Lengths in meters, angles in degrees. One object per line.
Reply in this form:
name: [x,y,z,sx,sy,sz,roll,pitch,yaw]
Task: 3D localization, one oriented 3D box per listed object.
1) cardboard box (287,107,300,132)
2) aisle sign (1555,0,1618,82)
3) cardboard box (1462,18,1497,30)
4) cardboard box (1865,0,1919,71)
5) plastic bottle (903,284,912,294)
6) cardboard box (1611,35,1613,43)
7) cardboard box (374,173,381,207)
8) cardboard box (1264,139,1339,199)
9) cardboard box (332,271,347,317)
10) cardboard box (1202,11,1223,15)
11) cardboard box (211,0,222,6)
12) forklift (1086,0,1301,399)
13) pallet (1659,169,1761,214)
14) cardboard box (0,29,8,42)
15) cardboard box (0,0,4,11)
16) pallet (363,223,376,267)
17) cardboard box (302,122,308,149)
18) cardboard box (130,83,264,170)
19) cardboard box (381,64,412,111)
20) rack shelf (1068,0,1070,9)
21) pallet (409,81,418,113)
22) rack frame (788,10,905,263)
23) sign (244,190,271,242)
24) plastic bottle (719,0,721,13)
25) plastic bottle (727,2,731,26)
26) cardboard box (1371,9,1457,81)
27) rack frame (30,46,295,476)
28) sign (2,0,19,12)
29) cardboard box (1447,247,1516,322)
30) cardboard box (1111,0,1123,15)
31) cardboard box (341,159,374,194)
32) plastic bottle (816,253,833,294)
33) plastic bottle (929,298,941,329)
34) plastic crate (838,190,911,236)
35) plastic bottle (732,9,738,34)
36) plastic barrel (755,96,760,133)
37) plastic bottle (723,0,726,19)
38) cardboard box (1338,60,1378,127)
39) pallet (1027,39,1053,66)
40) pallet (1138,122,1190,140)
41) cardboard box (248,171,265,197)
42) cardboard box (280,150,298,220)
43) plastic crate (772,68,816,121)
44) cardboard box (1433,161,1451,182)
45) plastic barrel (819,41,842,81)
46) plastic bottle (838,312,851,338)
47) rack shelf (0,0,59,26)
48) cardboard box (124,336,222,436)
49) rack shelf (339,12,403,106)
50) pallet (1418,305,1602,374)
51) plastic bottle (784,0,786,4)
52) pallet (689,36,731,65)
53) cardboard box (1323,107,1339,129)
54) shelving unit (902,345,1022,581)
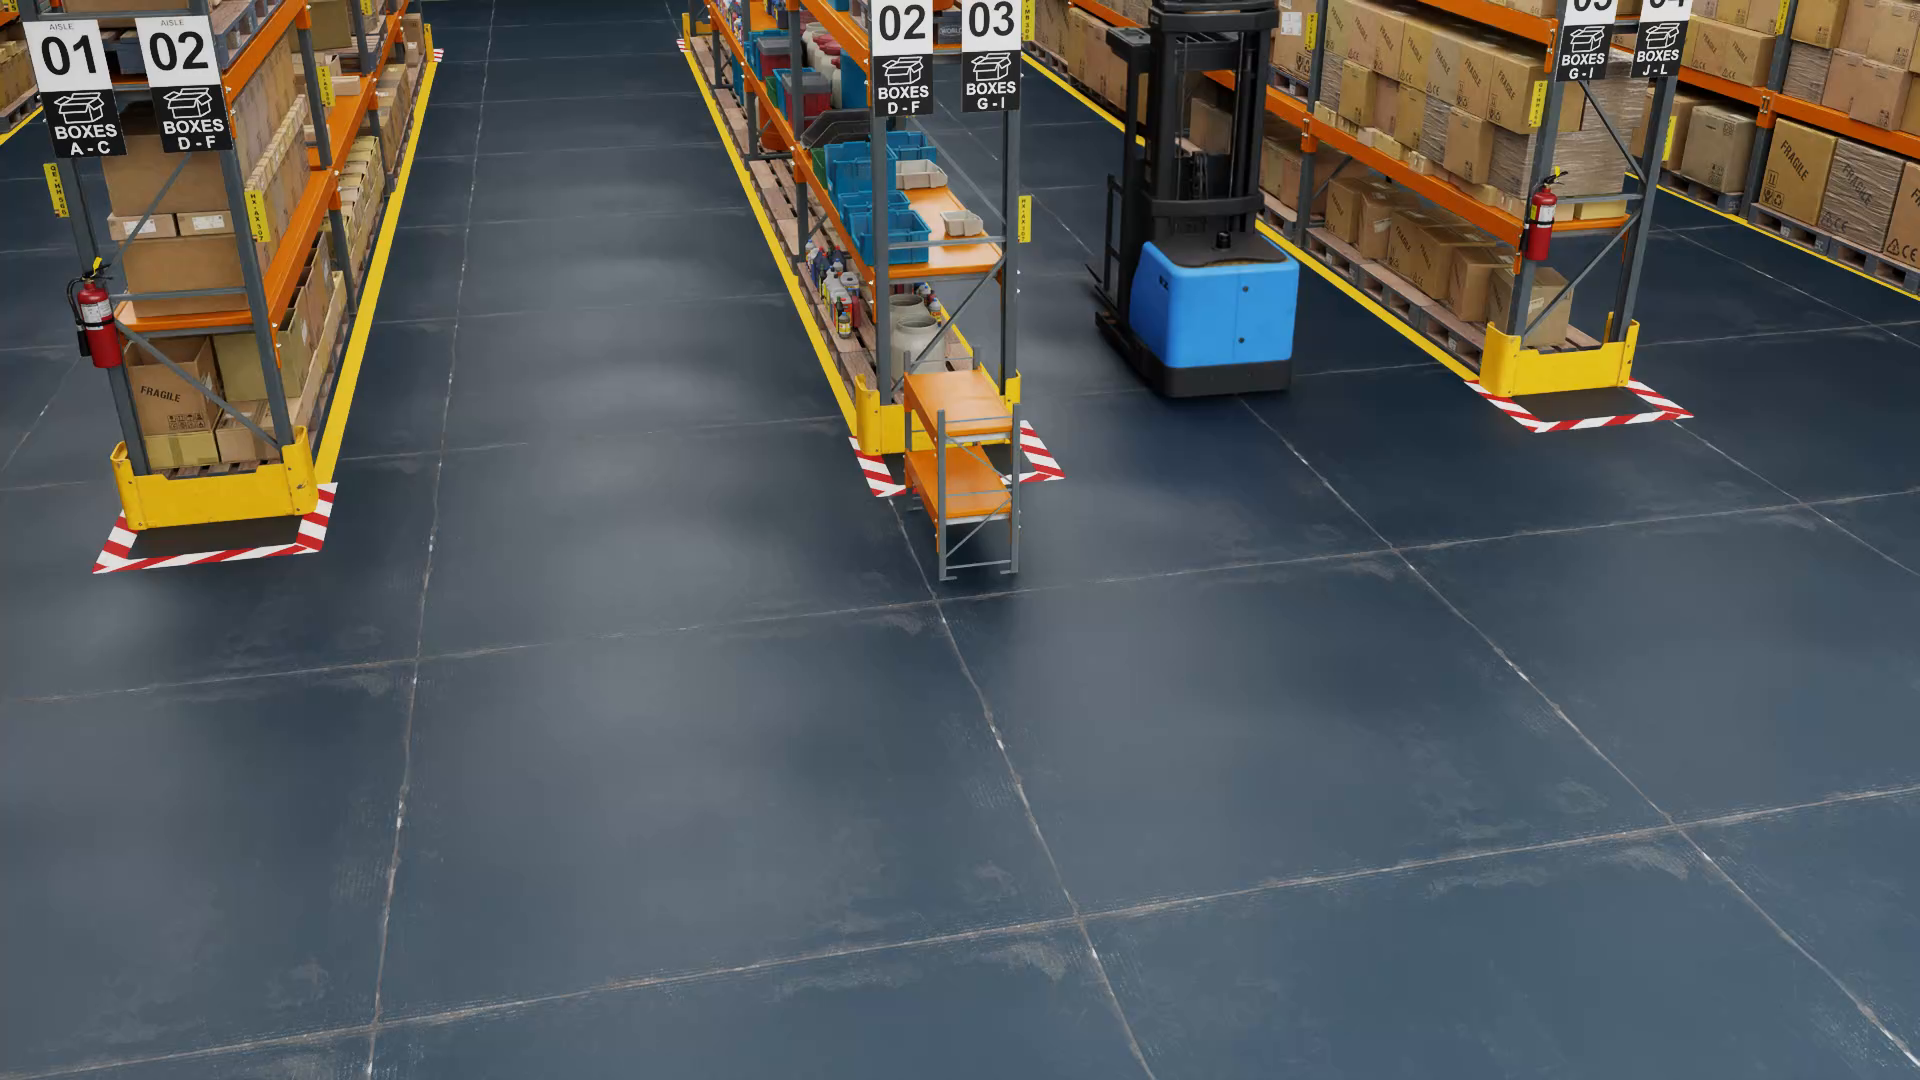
cardboard box: [-5.440,-3.311,13.151,0.380,0.149,0.250,-7,28,-13]
aisle sign: [4.451,-3.649,11.766,0.394,0.787,0.004,-6,27,-12]
cardboard box: [4.532,-4.098,13.989,0.500,0.500,0.500,-6,27,-12]
cardboard box: [8.957,-4.665,15.298,0.875,0.550,0.550,-6,27,-12]
plastic bottle: [-0.423,-2.229,14.371,0.152,0.276,0.135,-5,27,-11]
cardboard box: [7.737,-6.115,19.425,0.500,0.500,0.500,-6,27,-12]
cardboard box: [-6.251,-3.582,17.103,0.500,0.250,0.500,-6,27,-12]
cardboard box: [3.621,-3.866,17.366,0.700,0.500,0.500,-6,27,-12]
cardboard box: [-5.507,-2.077,14.121,0.500,0.250,0.500,-6,27,-12]
cardboard box: [3.087,-6.058,18.846,0.500,0.500,0.500,-9,28,-18]
cardboard box: [-5.017,-3.554,10.790,0.380,0.149,0.250,-6,27,-12]
forklift: [1.793,-3.027,13.494,1.130,2.935,3.031,-5,27,-10]
pallet: [8.435,-3.848,18.140,1.003,0.211,1.213,-6,27,-12]
cardboard box: [-13.152,-6.828,22.537,0.380,0.149,0.250,-6,27,-11]
cardboard box: [-12.719,-7.000,20.957,0.980,0.700,0.700,-7,28,-13]
pallet: [-6.307,-2.909,16.280,1.003,0.211,1.213,-6,27,-12]
cardboard box: [-5.978,-3.443,14.409,0.500,0.250,0.500,-4,27,-8]
cardboard box: [-5.266,-2.847,11.511,0.700,0.500,0.500,-6,27,-11]
cardboard box: [-7.237,-5.703,21.006,0.500,0.500,0.500,-6,27,-12]
rack shelf: [1.574,-8.371,24.805,1.077,0.370,4.000,-6,27,-12]
pallet: [-7.782,-5.867,22.140,1.003,0.211,1.213,-6,27,-12]
rack frame: [-0.998,-3.800,14.949,1.000,3.000,0.127,-6,27,-12]
sign: [-4.381,-2.018,10.370,0.100,0.325,0.005,-6,27,-12]
plastic bottle: [-2.985,-6.854,21.137,0.152,0.276,0.135,-6,27,-12]
plastic bottle: [-2.786,-6.408,20.259,0.097,0.271,0.097,0,27,0]
cardboard box: [3.907,-4.264,14.318,0.500,0.500,0.500,-6,27,-12]
rack frame: [-4.923,-1.542,10.477,1.000,3.000,0.127,-6,27,-12]
sign: [-5.455,-3.192,9.522,0.100,0.325,0.005,-6,27,-12]
cardboard box: [4.436,-2.153,13.994,0.500,0.500,0.500,1,27,2]
cardboard box: [2.233,-6.965,21.110,0.500,0.500,0.500,-5,27,-11]
cardboard box: [-6.134,-3.610,16.537,0.500,0.311,0.500,-6,27,-12]
plastic bottle: [-1.178,-2.334,14.497,0.144,0.351,0.185,-7,28,-14]
plastic bottle: [-0.202,-1.850,13.625,0.097,0.271,0.097,0,27,0]
plastic crate: [-0.642,-2.452,12.444,0.499,0.251,0.408,-6,27,-12]
plastic bottle: [-2.664,-6.140,19.714,0.061,0.283,0.133,-6,27,-12]
plastic barrel: [-2.241,-5.084,19.789,0.421,0.512,0.421,0,27,0]
plastic bottle: [-2.859,-6.608,20.650,0.152,0.276,0.135,-6,27,-12]
cardboard box: [3.947,-4.053,15.010,0.875,0.500,0.500,-6,27,-12]
pallet: [1.651,-7.448,25.272,1.003,0.211,1.213,-6,27,-12]
pallet: [2.822,-5.167,20.754,1.003,0.211,1.213,-6,27,-12]
cardboard box: [-4.974,-2.407,11.359,0.380,0.149,0.250,-6,27,-12]
cardboard box: [-5.484,-2.697,12.654,0.700,0.500,0.500,-6,27,-11]
plastic crate: [-1.550,-4.245,15.849,0.392,0.384,0.575,-6,27,-12]
cardboard box: [4.166,-3.086,13.813,0.380,0.149,0.250,-6,27,-12]
plastic barrel: [-1.165,-4.625,16.433,0.433,0.535,0.433,0,27,0]
plastic bottle: [-0.938,-1.752,13.510,0.097,0.201,0.097,0,27,0]
rack shelf: [-12.904,-6.862,21.815,1.077,0.370,4.000,-6,27,-12]
cardboard box: [-5.334,-1.042,11.239,0.500,0.500,0.500,-6,27,-12]
rack shelf: [-7.177,-5.611,19.336,1.077,0.370,4.000,-6,27,-12]
pallet: [4.563,-1.695,13.874,1.003,0.211,1.213,-6,27,-12]
plastic bottle: [-2.119,-6.573,20.582,0.152,0.276,0.135,-6,27,-12]
pallet: [-3.554,-7.457,25.289,1.003,0.211,1.213,-6,27,-12]
cardboard box: [3.627,-3.954,15.534,0.380,0.149,0.250,-6,27,-12]
shelving unit: [-0.002,-0.505,10.502,0.538,1.125,1.048,-6,27,-12]
